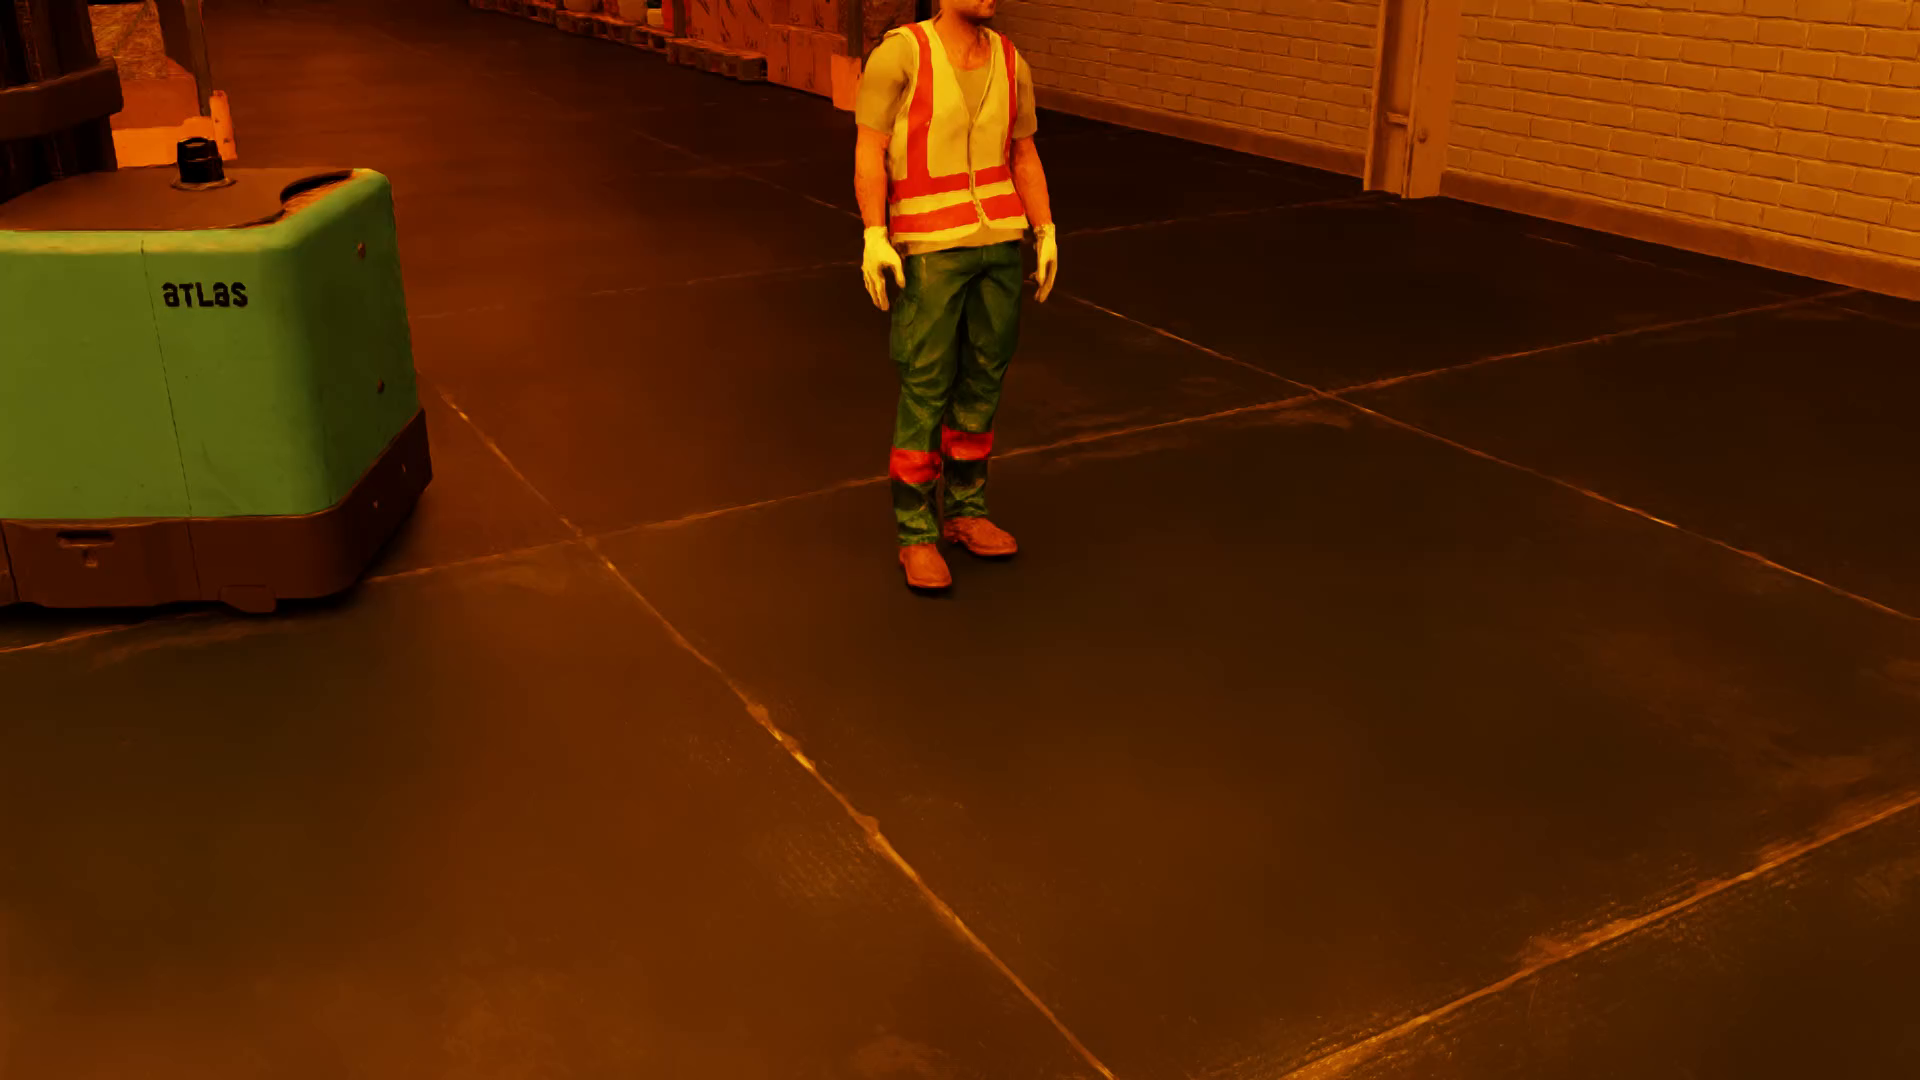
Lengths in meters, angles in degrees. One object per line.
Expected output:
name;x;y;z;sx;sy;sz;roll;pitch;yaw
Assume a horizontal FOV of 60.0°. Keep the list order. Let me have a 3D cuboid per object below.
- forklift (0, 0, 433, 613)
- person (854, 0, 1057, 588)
forklift;-3.224;-1.309;4.463;3.031;2.935;1.130;-1;22;-2
person;0.031;-0.806;4.723;0.637;1.787;0.563;-12;25;-28
